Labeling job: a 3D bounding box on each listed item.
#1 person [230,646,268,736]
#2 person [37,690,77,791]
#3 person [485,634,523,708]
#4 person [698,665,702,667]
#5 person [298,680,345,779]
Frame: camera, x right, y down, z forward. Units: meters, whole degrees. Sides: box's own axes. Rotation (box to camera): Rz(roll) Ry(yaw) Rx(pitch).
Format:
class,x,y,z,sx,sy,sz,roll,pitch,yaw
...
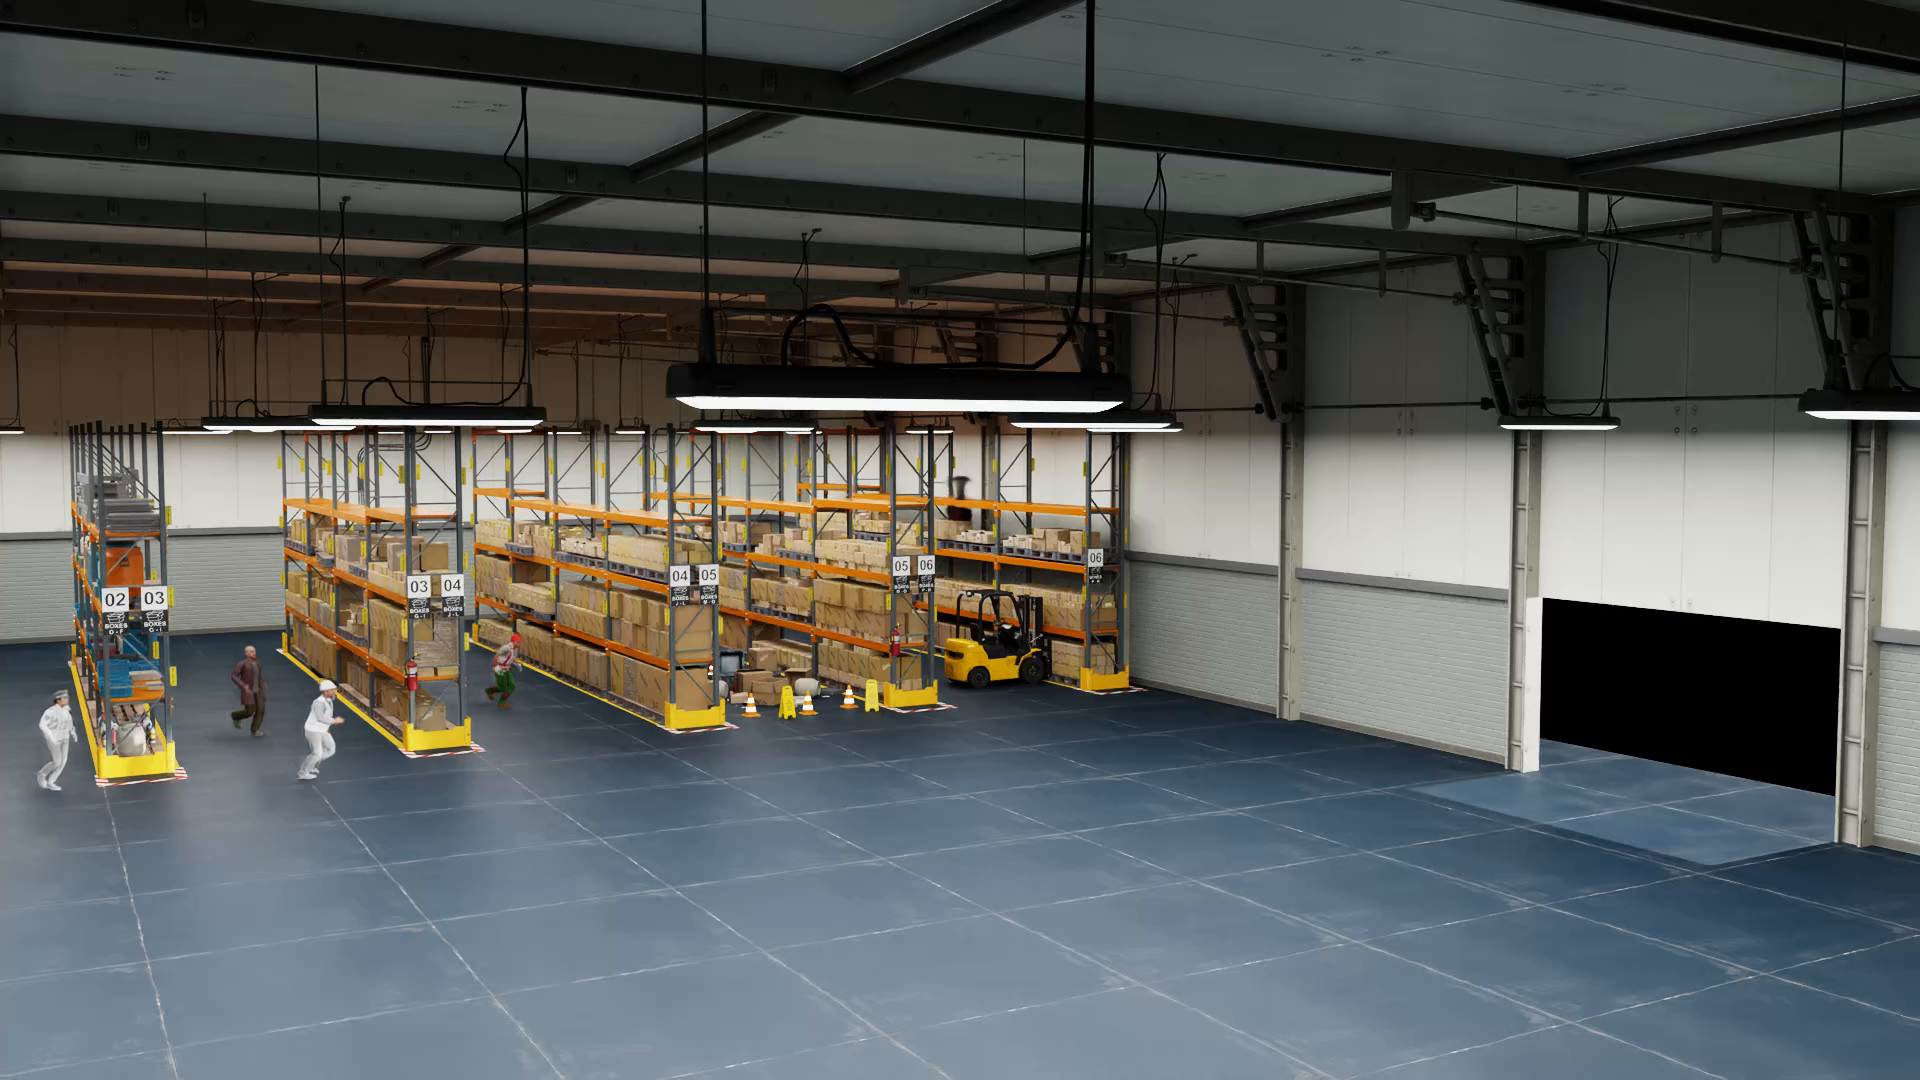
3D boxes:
class,x,y,z,sx,sy,sz,roll,pitch,yaw
person,-13.618,2.895,31.877,0.736,1.735,0.721,2,4,28
person,-14.712,3.246,27.075,0.514,1.639,0.647,1,4,20
person,-9.673,2.768,35.189,1.001,1.583,0.673,2,4,23
person,-6.530,2.434,41.307,0.591,1.496,0.886,-2,4,-26
person,-10.702,3.170,27.867,0.796,1.665,0.652,0,4,-5
